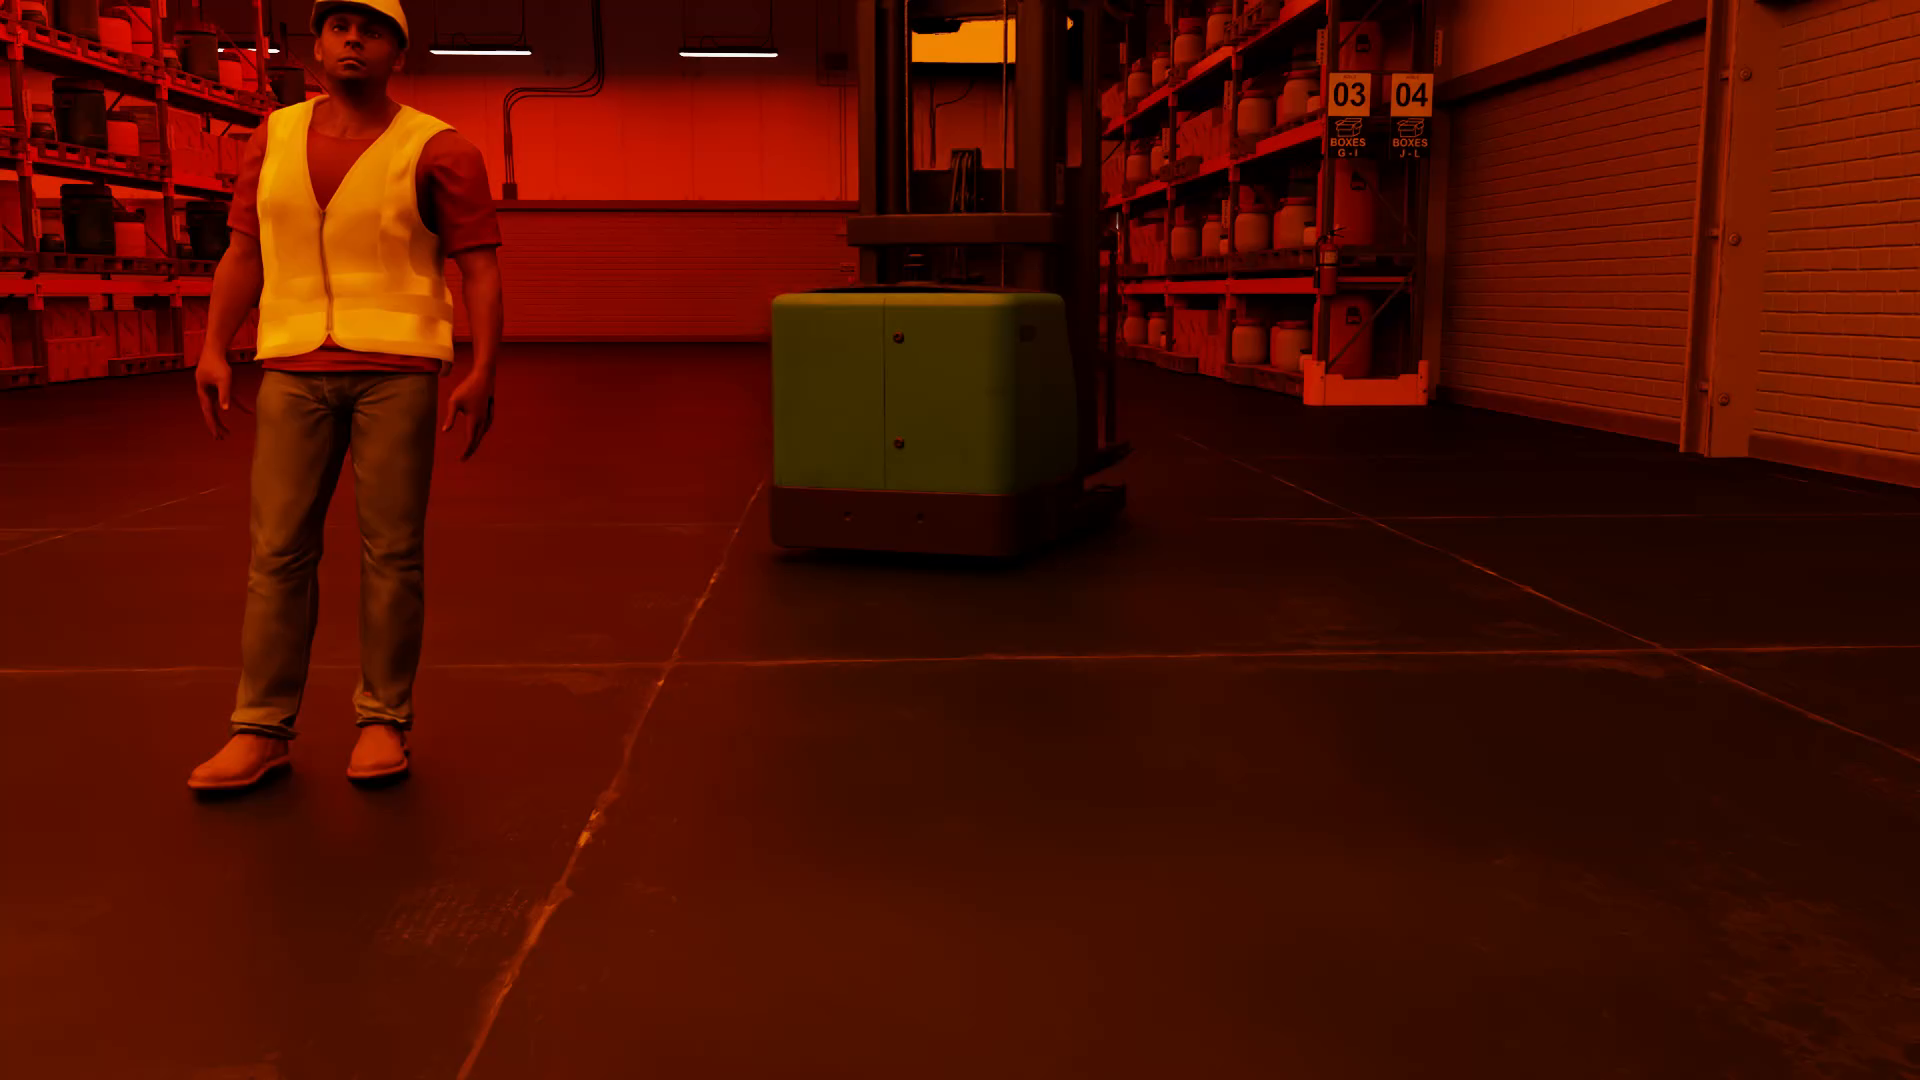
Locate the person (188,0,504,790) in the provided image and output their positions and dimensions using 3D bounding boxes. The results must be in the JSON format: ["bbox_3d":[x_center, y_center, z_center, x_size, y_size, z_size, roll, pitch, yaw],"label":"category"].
[{"bbox_3d":[-1.366,-0.359,3.677,0.664,1.768,0.563,0,8,0],"label":"person"}]

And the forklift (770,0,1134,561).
[{"bbox_3d":[0.171,-1.545,7.735,1.130,2.935,3.031,3,9,18],"label":"forklift"}]
